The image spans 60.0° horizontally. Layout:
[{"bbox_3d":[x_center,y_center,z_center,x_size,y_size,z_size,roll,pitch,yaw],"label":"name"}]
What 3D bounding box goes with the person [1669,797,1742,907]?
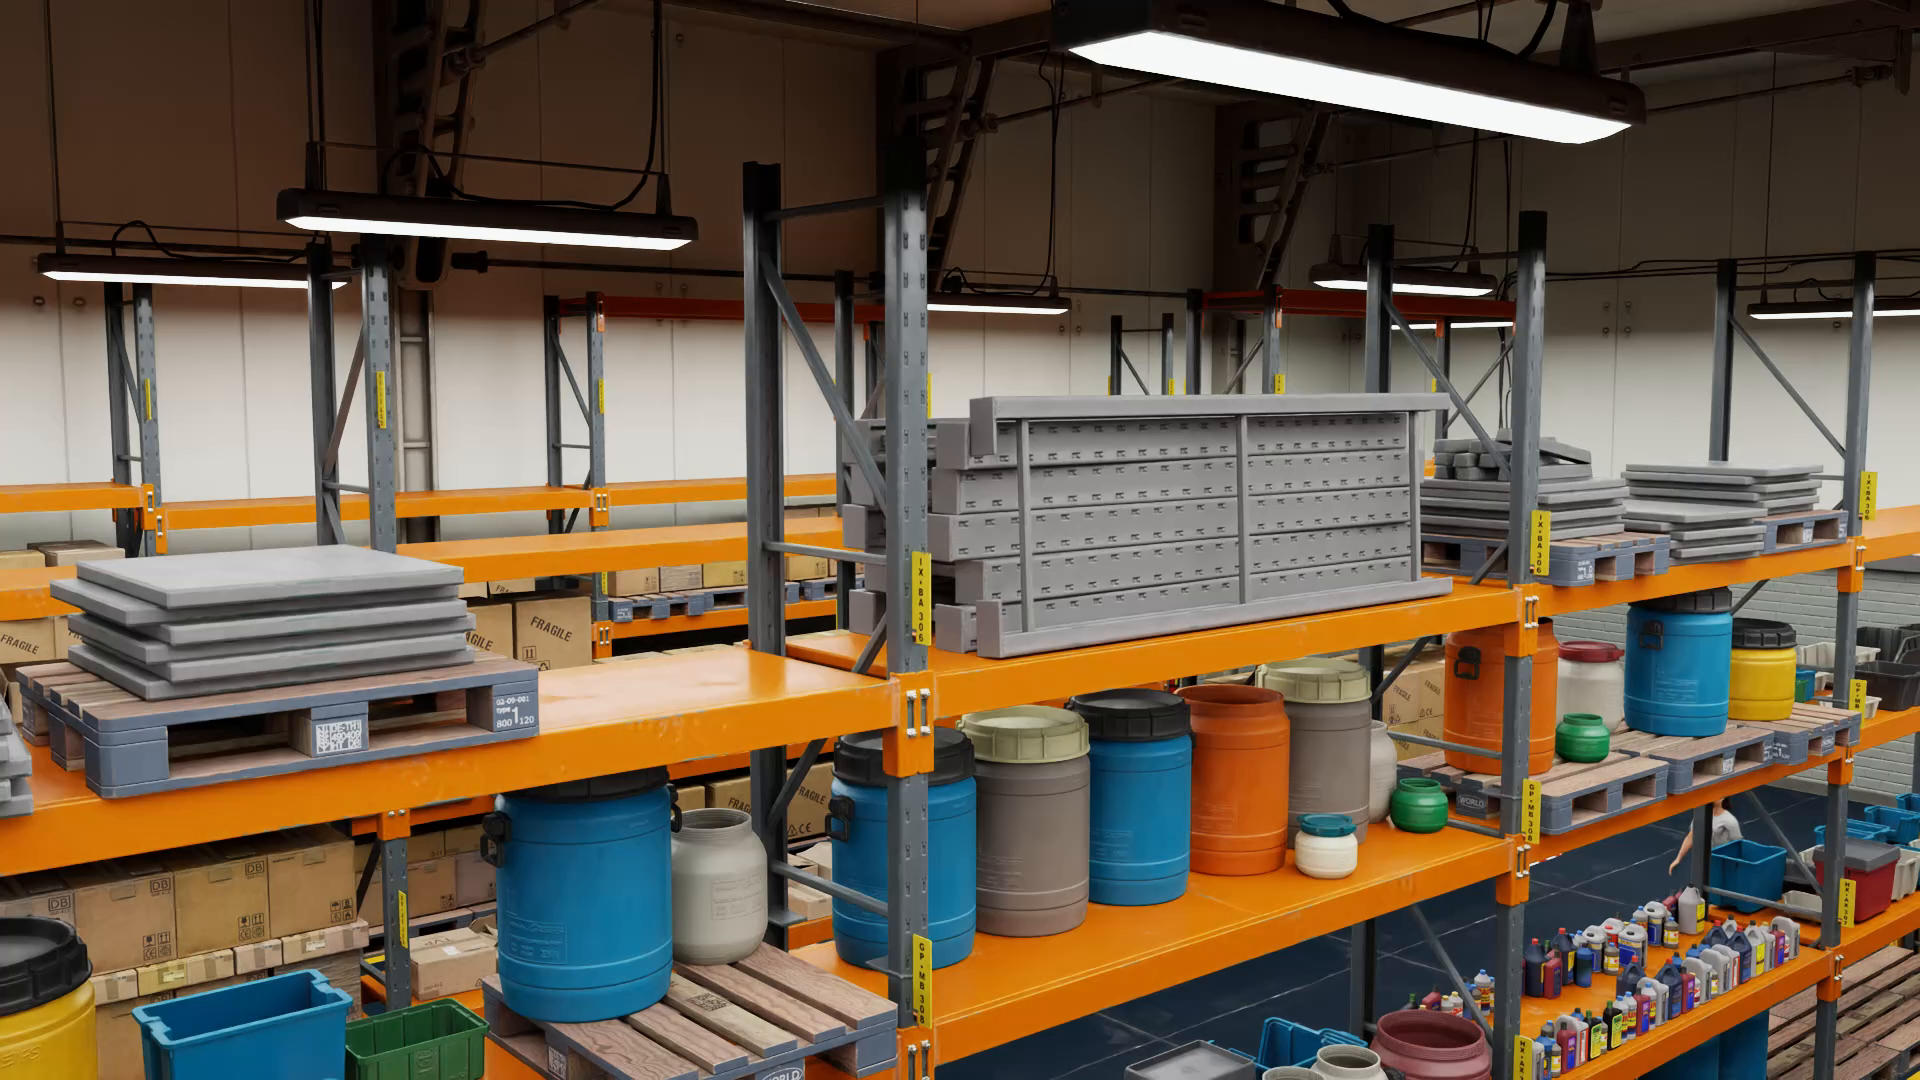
[{"bbox_3d":[6.630,2.922,14.757,1.060,1.604,0.542,-4,7,-37],"label":"person"}]
